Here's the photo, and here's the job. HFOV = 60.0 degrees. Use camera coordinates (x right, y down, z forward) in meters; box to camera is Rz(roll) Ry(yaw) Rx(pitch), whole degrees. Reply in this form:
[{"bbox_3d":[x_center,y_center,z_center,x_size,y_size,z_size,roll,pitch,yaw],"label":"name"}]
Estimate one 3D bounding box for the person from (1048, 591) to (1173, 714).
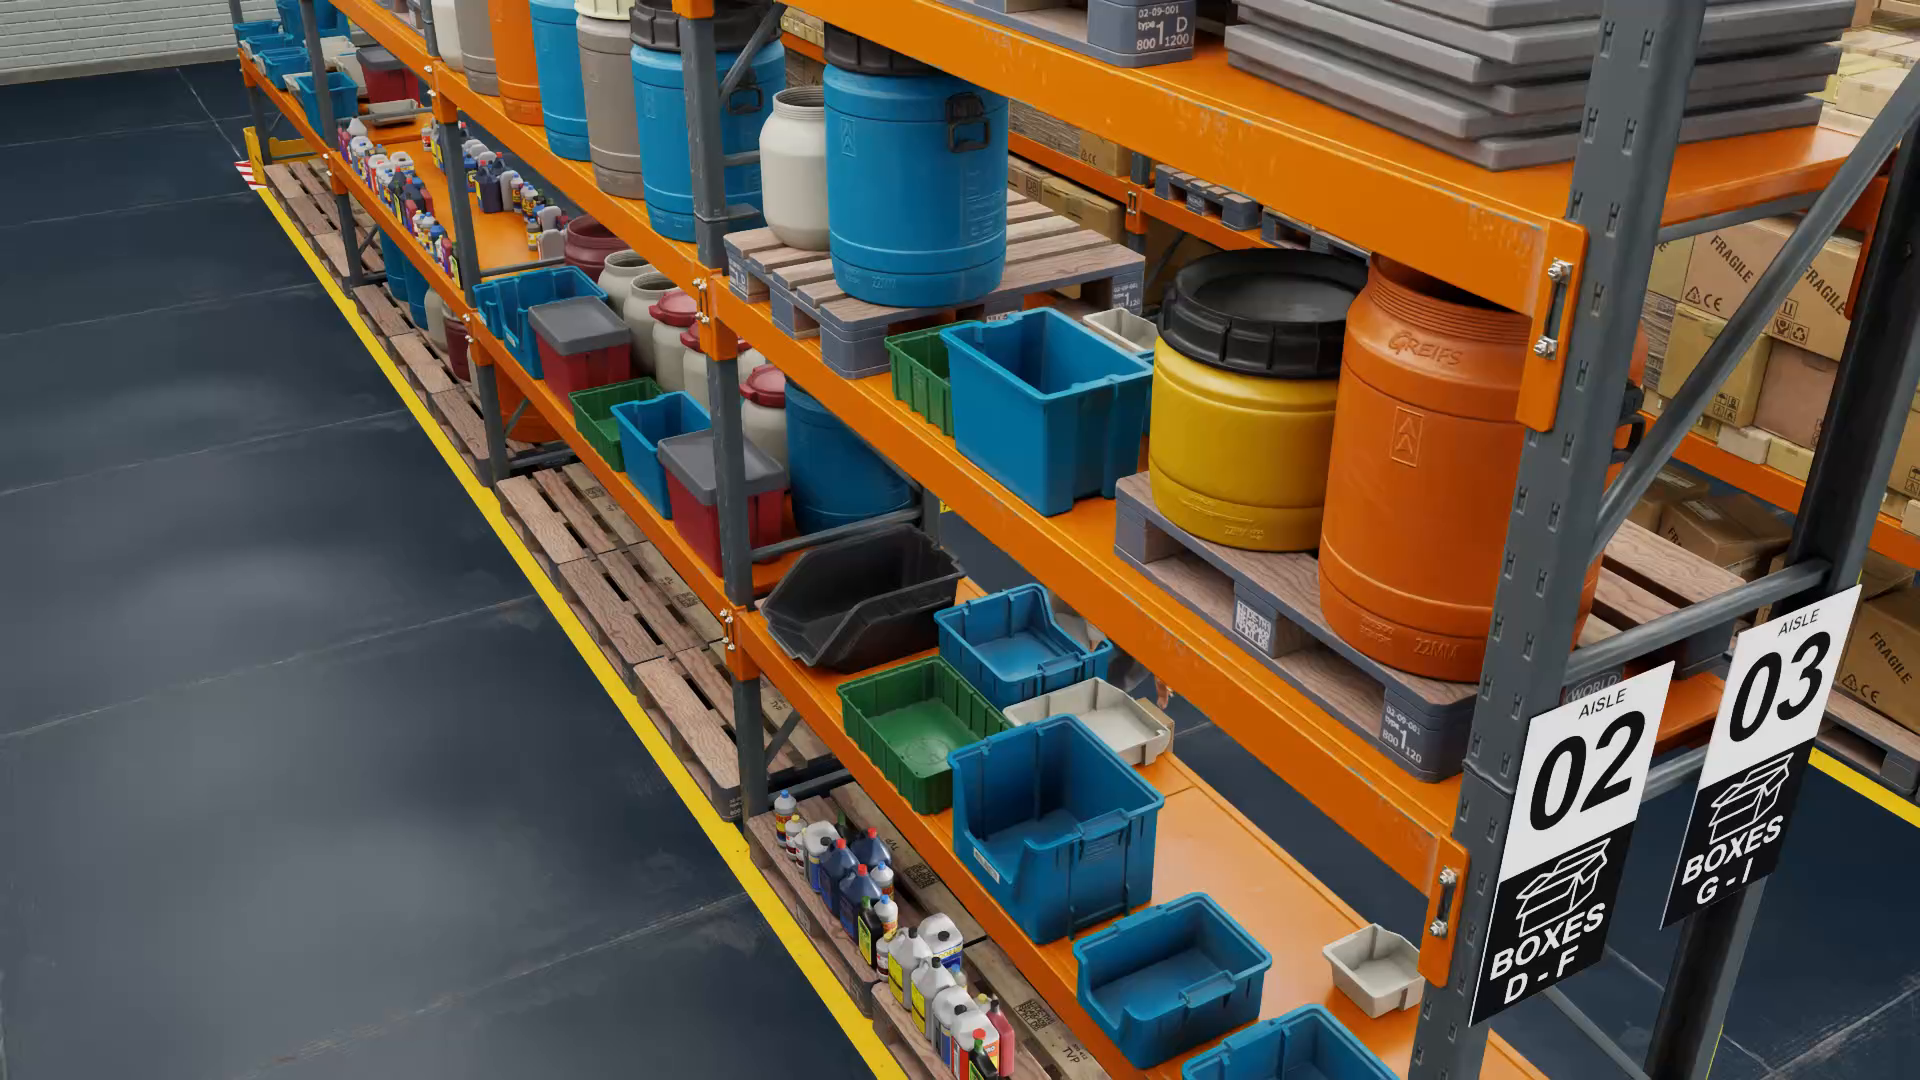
[{"bbox_3d":[0.758,0.484,8.388,0.486,0.998,0.782,-13,32,-22],"label":"person"}]
